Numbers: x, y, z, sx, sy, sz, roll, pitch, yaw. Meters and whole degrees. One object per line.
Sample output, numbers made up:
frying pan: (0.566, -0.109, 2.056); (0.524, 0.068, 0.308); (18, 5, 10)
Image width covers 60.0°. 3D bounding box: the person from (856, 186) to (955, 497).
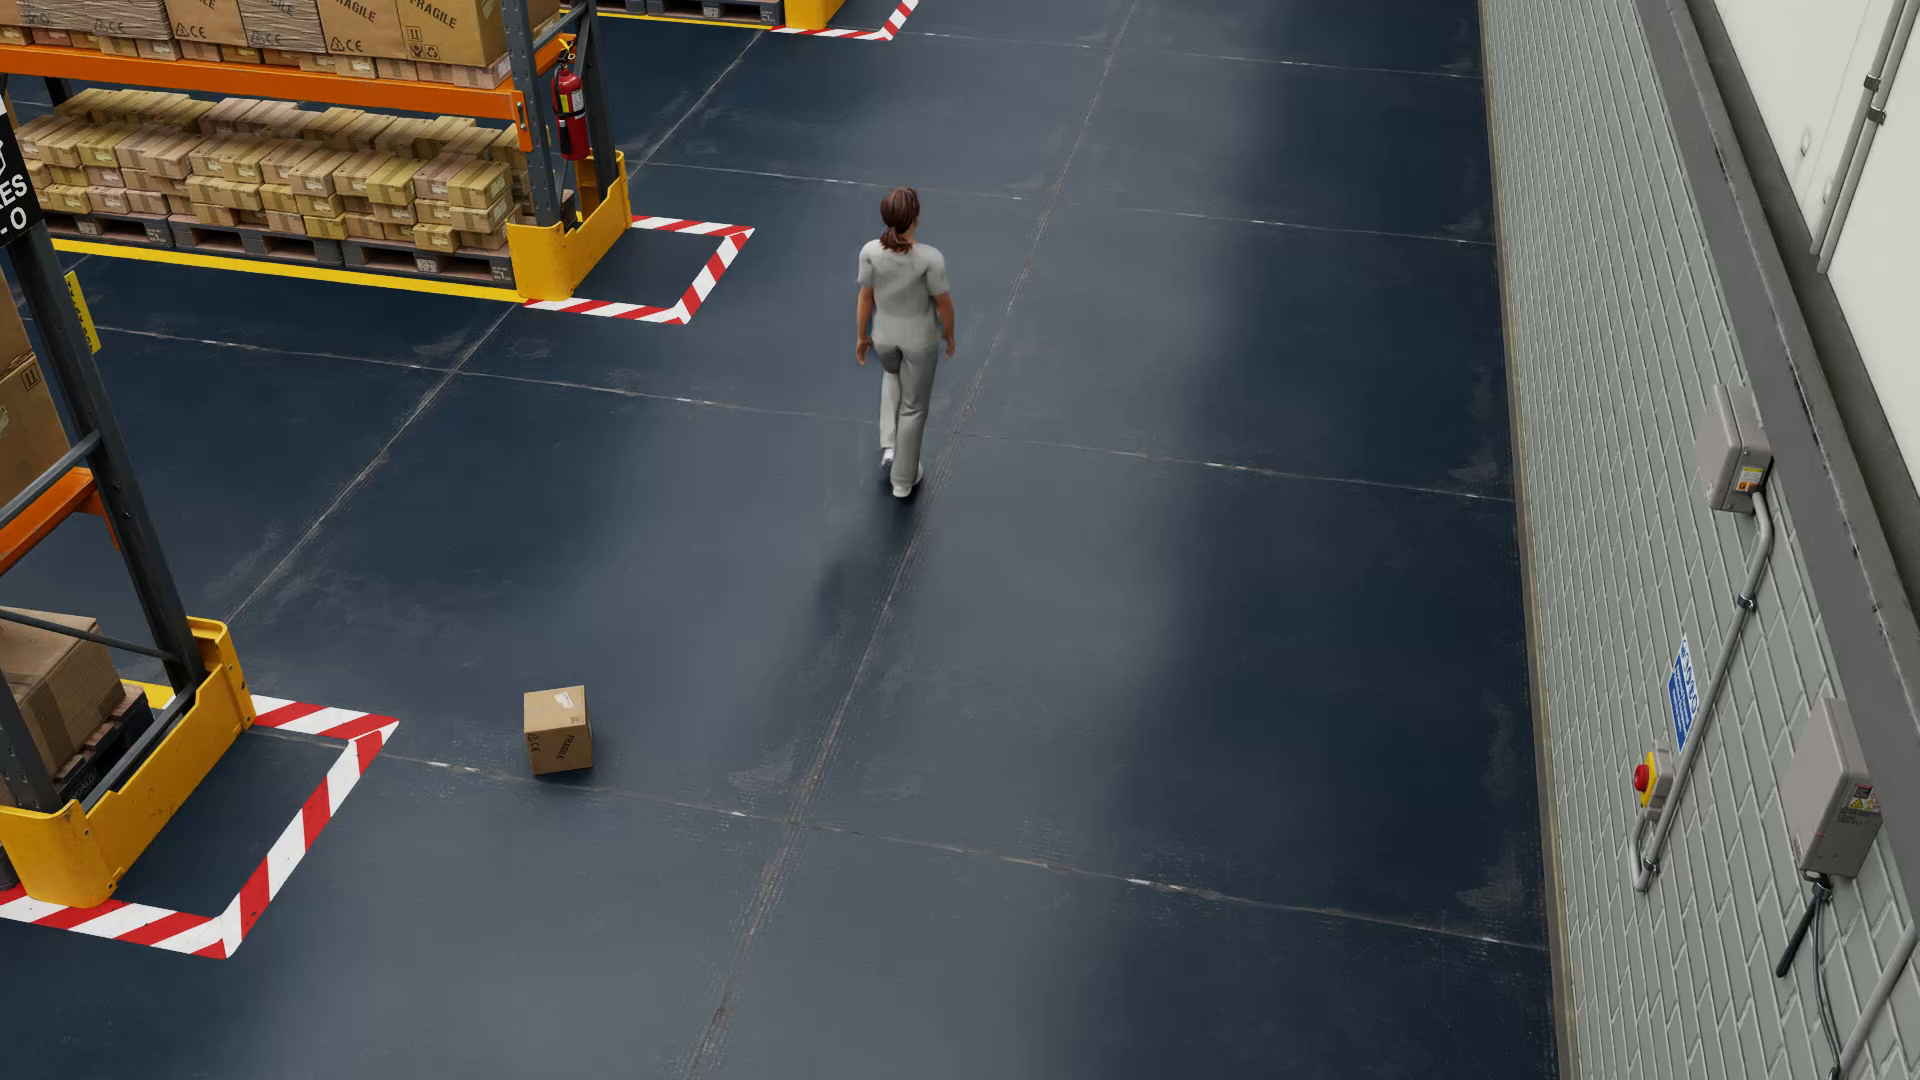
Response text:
person: (-0.255, -0.999, 8.281); (0.477, 1.694, 0.486); (11, 38, 15)
